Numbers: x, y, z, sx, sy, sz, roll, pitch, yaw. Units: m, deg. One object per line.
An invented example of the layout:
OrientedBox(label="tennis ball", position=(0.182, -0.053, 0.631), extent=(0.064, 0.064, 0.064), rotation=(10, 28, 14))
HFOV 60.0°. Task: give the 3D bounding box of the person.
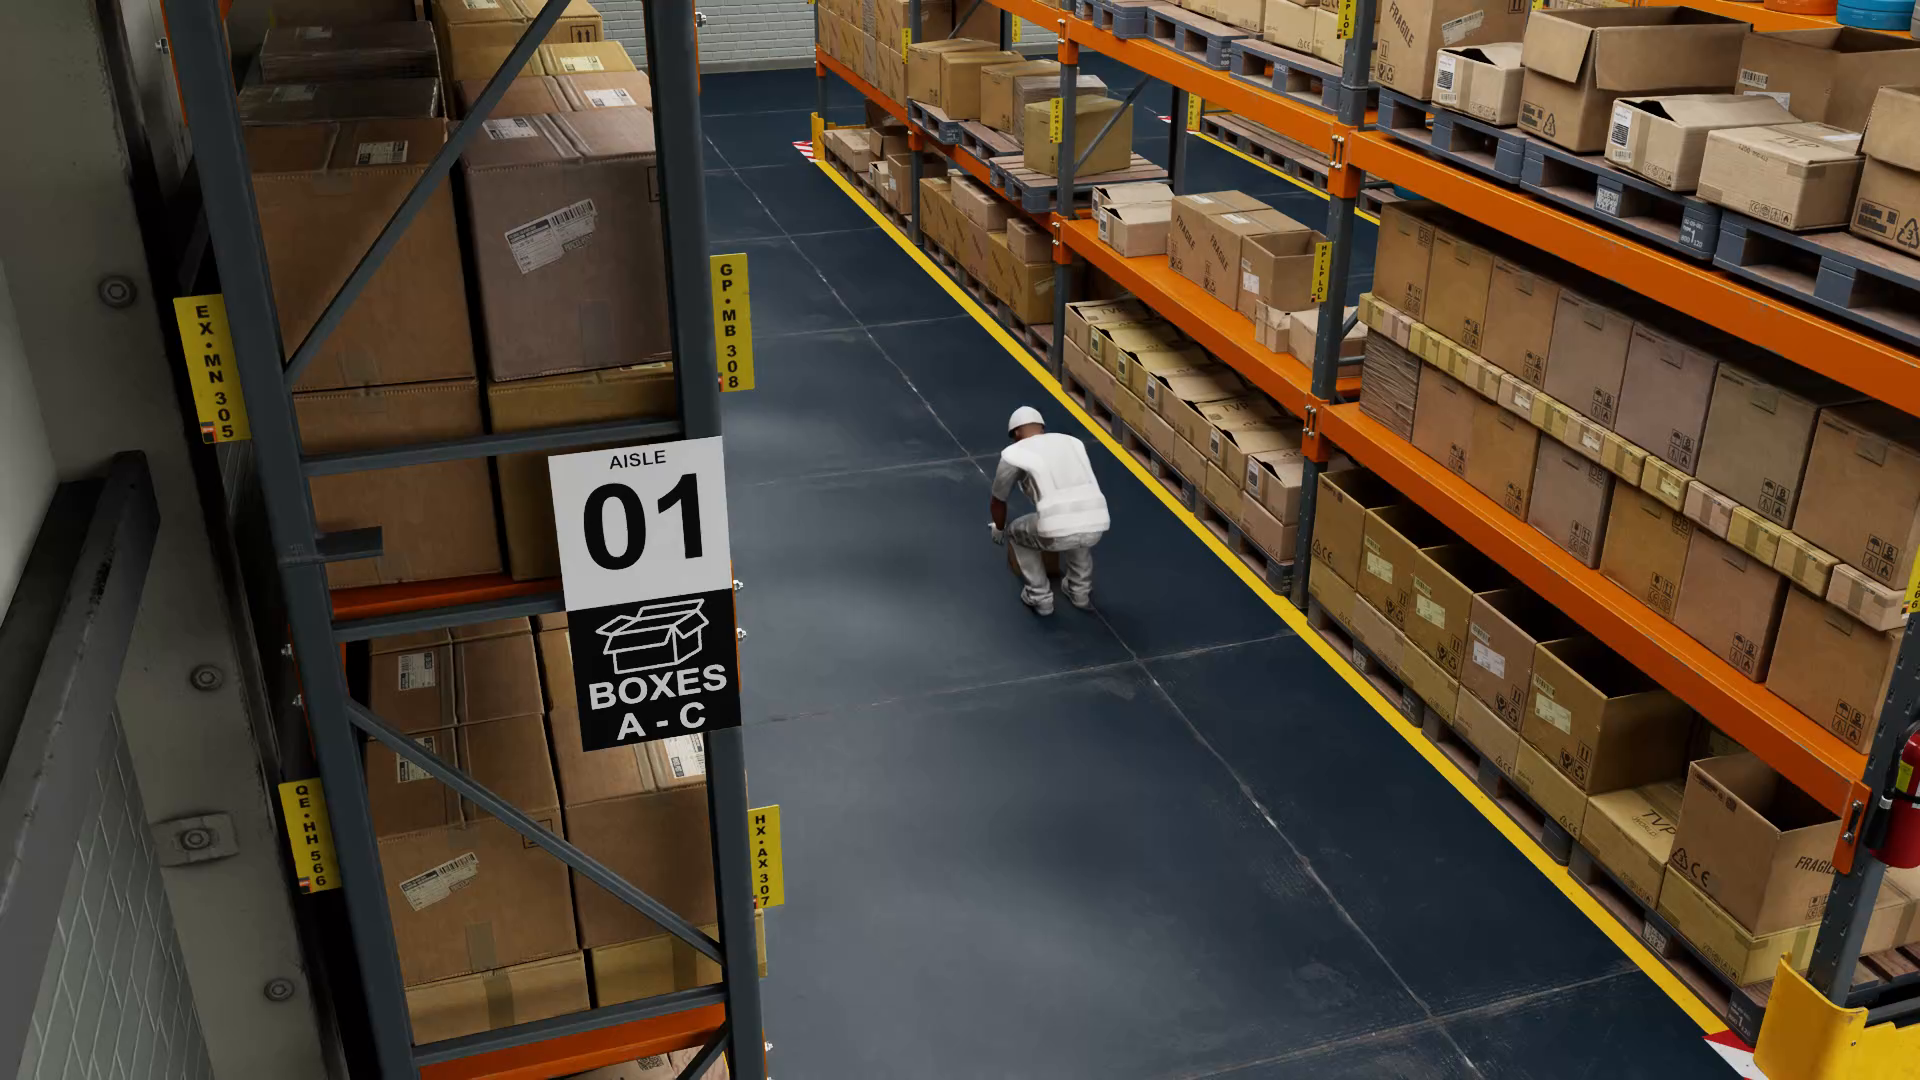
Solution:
OrientedBox(label="person", position=(0.509, -0.151, 9.693), extent=(0.584, 1.087, 0.880), rotation=(-8, 27, -16))
